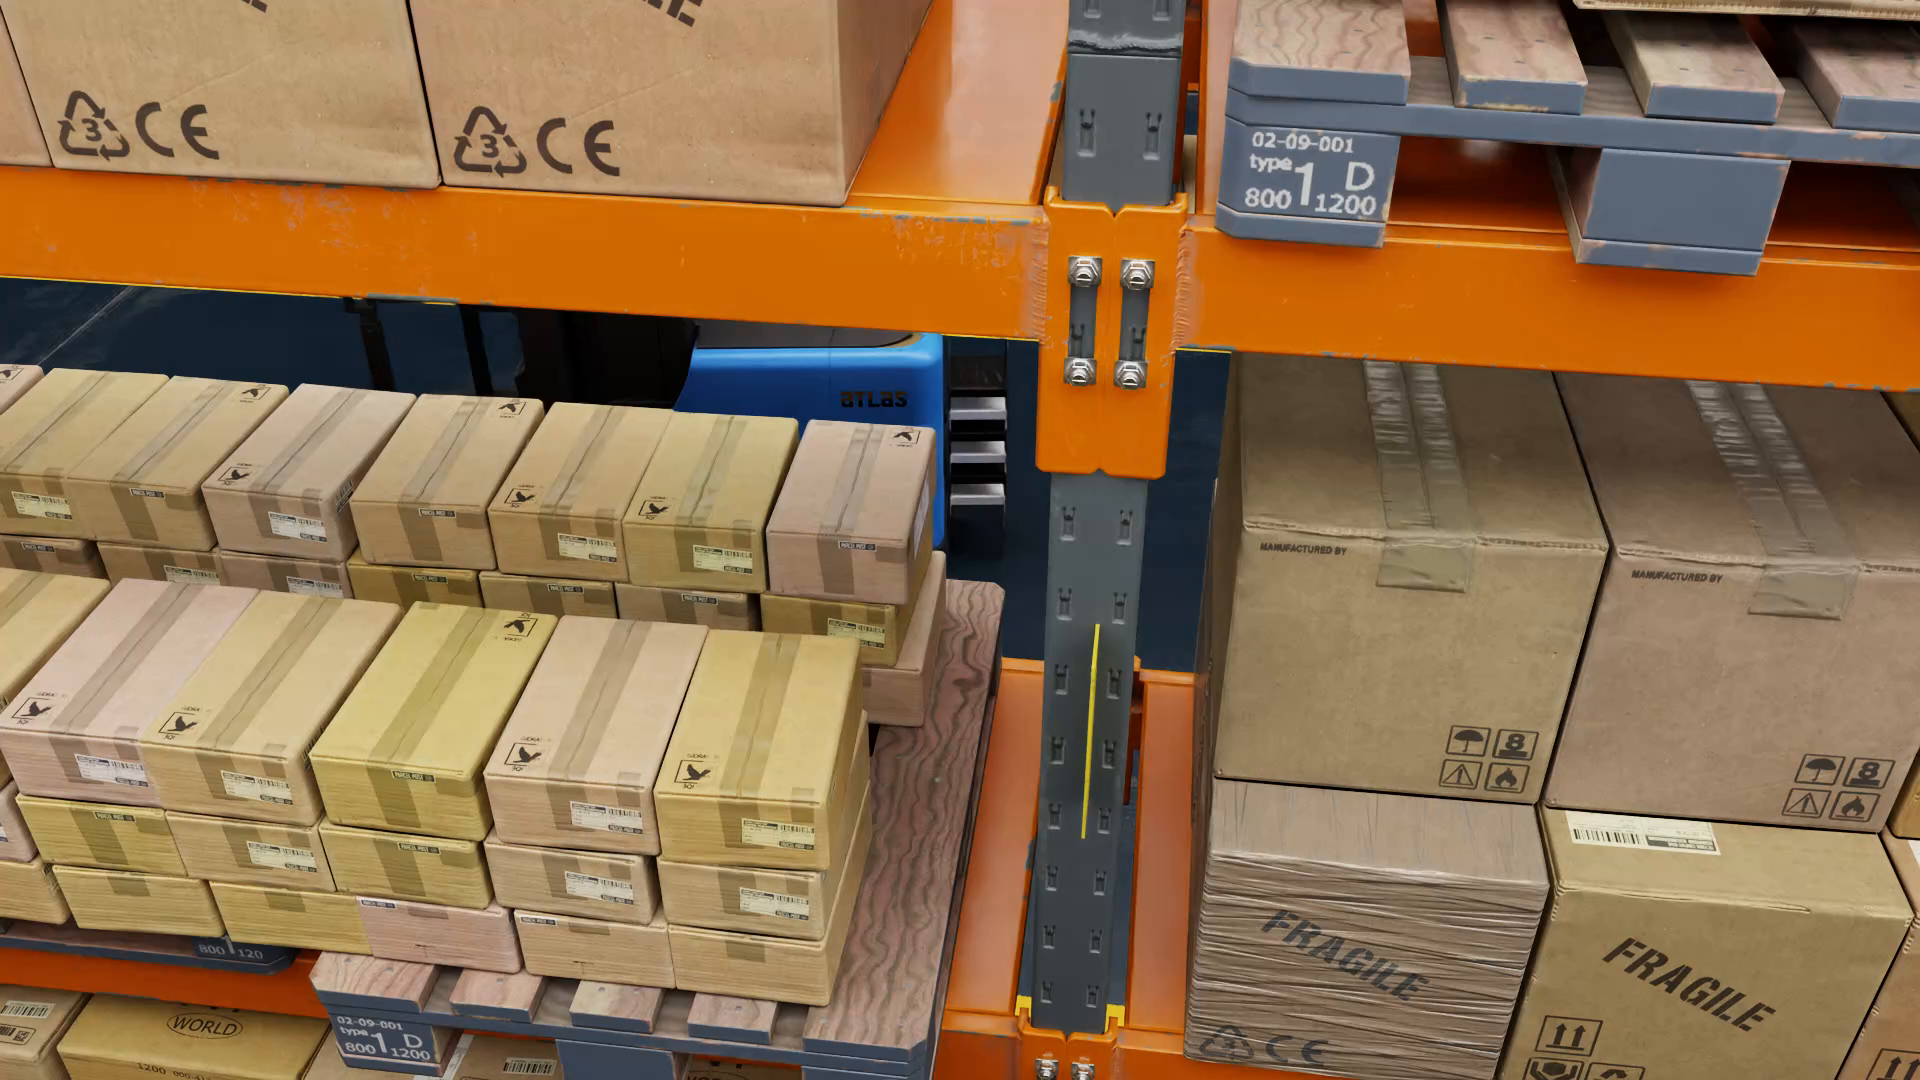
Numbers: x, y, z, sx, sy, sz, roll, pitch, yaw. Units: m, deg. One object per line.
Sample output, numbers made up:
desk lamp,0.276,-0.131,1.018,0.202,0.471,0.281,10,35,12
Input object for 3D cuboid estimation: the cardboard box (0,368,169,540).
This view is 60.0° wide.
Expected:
cardboard box,-1.740,-0.174,3.255,0.250,0.149,0.380,4,36,5

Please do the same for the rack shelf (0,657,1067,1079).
rack shelf,-1.739,0.544,3.525,4.000,0.370,1.077,4,36,6

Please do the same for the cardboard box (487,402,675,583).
cardboard box,-0.699,-0.097,3.146,0.250,0.149,0.380,4,36,6

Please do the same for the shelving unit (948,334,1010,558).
shelving unit,0.062,-0.371,5.995,0.210,0.900,0.258,0,36,-1

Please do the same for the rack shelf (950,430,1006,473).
rack shelf,0.062,-0.344,6.015,0.200,0.077,0.258,0,36,-1

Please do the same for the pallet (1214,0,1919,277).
pallet,0.890,-0.728,2.268,1.003,0.211,1.213,6,36,8

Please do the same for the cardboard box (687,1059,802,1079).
cardboard box,-0.467,1.041,3.354,0.500,0.250,0.500,3,36,5

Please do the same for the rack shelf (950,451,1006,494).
rack shelf,0.062,-0.271,6.067,0.200,0.077,0.258,0,36,-1

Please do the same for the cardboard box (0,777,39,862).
cardboard box,-1.583,0.341,2.789,0.250,0.149,0.380,5,36,7

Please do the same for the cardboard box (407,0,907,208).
cardboard box,-0.354,-0.758,2.062,0.500,0.500,0.500,4,36,6

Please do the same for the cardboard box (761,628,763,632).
cardboard box,-0.440,0.161,3.297,0.250,0.149,0.380,6,36,8

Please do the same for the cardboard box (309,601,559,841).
cardboard box,-0.809,0.277,2.622,0.250,0.149,0.380,5,36,7

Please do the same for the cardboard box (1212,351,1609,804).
cardboard box,0.689,-0.010,2.734,0.500,0.500,0.700,4,36,6

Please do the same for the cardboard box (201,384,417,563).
cardboard box,-1.230,-0.135,3.200,0.250,0.149,0.380,6,36,8

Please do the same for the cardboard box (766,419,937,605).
cardboard box,-0.194,-0.058,3.092,0.250,0.149,0.380,4,36,6

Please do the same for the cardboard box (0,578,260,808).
cardboard box,-1.312,0.238,2.677,0.250,0.149,0.380,4,36,6

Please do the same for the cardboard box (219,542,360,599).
cardboard box,-1.241,-0.016,3.289,0.250,0.149,0.380,4,36,6

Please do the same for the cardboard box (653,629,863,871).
cardboard box,-0.300,0.316,2.567,0.250,0.149,0.380,3,36,4

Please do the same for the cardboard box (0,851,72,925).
cardboard box,-1.575,0.461,2.877,0.250,0.149,0.380,5,36,7

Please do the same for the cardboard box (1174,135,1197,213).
cardboard box,1.334,-1.514,7.690,0.625,0.372,0.950,2,36,3

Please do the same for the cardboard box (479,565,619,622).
cardboard box,-0.744,0.021,3.237,0.250,0.149,0.380,3,36,4

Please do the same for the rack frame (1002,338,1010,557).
rack frame,0.164,-0.372,5.997,0.006,0.900,0.240,0,36,-1

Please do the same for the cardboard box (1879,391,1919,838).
cardboard box,1.699,0.064,2.632,0.500,0.500,0.700,4,36,5

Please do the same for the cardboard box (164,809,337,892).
cardboard box,-1.078,0.380,2.735,0.250,0.149,0.380,4,36,6

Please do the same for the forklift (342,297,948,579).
forklift,-1.563,-1.181,5.381,3.031,2.935,1.130,0,36,-1

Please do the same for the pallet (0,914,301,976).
pallet,-1.724,0.354,3.336,1.213,0.211,1.003,4,36,6

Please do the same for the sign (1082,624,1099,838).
sign,0.185,0.273,2.356,0.005,0.325,0.100,4,36,6

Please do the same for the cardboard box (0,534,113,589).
cardboard box,-1.755,-0.054,3.343,0.250,0.149,0.380,6,36,8

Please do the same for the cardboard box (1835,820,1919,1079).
cardboard box,1.660,0.621,2.712,0.500,0.500,0.500,4,36,6

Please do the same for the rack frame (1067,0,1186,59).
rack frame,0.245,-2.043,1.366,0.127,3.000,1.000,4,36,6

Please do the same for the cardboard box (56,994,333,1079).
cardboard box,-1.472,0.963,3.463,0.500,0.250,0.500,5,36,7

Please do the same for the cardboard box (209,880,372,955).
cardboard box,-1.051,0.500,2.822,0.250,0.149,0.380,4,36,5

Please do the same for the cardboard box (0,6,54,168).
cardboard box,-1.347,-0.827,2.159,0.500,0.500,0.500,4,36,6

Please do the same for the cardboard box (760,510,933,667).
cardboard box,-0.209,0.058,3.185,0.250,0.149,0.380,6,36,8

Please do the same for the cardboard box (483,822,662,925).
cardboard box,-0.568,0.416,2.683,0.250,0.149,0.380,6,36,8

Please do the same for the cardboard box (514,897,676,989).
cardboard box,-0.549,0.539,2.767,0.250,0.149,0.380,4,36,6

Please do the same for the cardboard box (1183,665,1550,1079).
cardboard box,0.655,0.547,2.815,0.500,0.500,0.500,5,36,6

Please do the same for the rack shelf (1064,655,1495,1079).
rack shelf,2.228,0.840,3.110,4.000,0.370,1.077,4,36,6

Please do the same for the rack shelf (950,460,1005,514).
rack shelf,0.062,-0.198,6.119,0.200,0.077,0.258,0,36,-1
